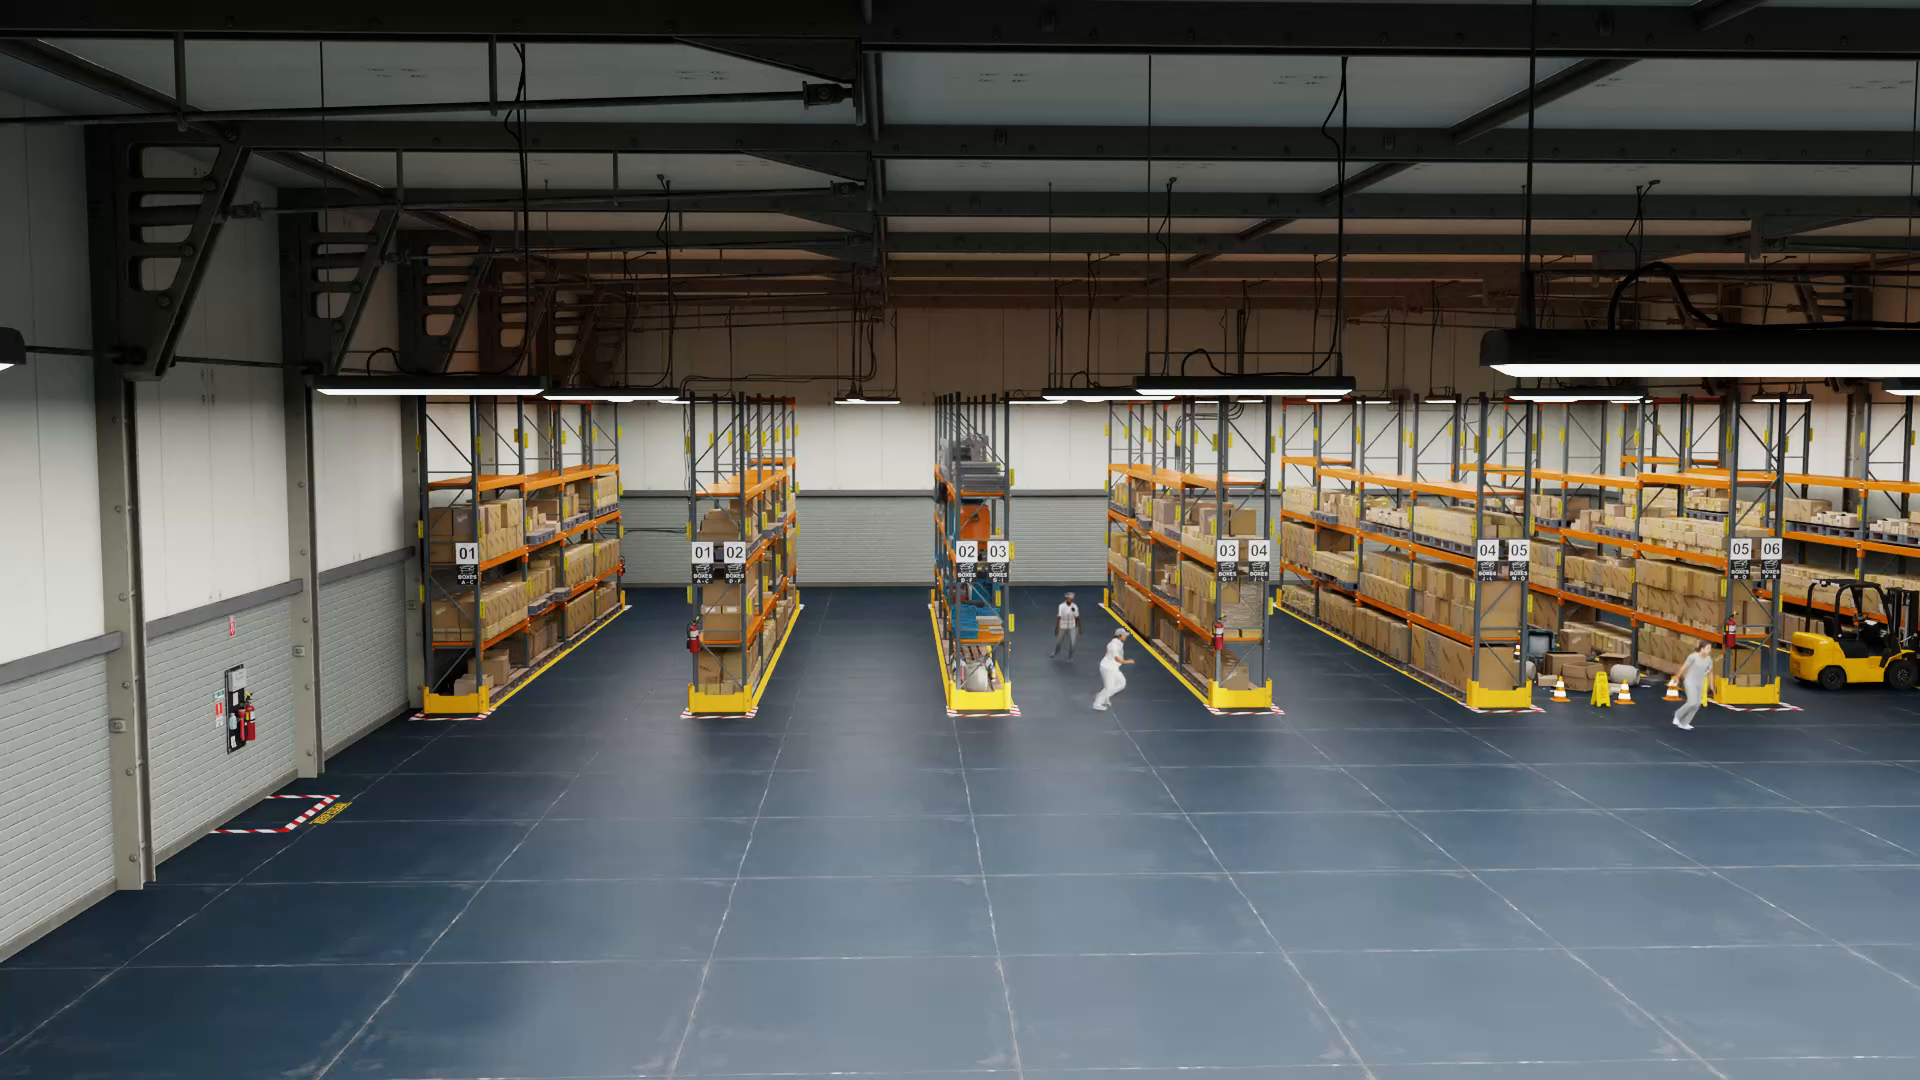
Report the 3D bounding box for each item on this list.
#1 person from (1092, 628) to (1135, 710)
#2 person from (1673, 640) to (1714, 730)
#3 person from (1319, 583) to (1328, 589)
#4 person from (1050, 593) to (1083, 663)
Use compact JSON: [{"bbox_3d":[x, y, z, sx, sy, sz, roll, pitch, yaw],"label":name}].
[{"bbox_3d":[2.905,2.437,31.419,0.801,1.568,0.595,1,5,13],"label":"person"},{"bbox_3d":[12.974,2.558,29.414,0.587,1.615,0.546,-2,5,-19],"label":"person"},{"bbox_3d":[10.705,1.018,49.379,0.983,1.494,0.659,-3,5,-31],"label":"person"},{"bbox_3d":[2.374,1.941,37.208,0.722,1.594,0.650,0,5,2],"label":"person"}]
